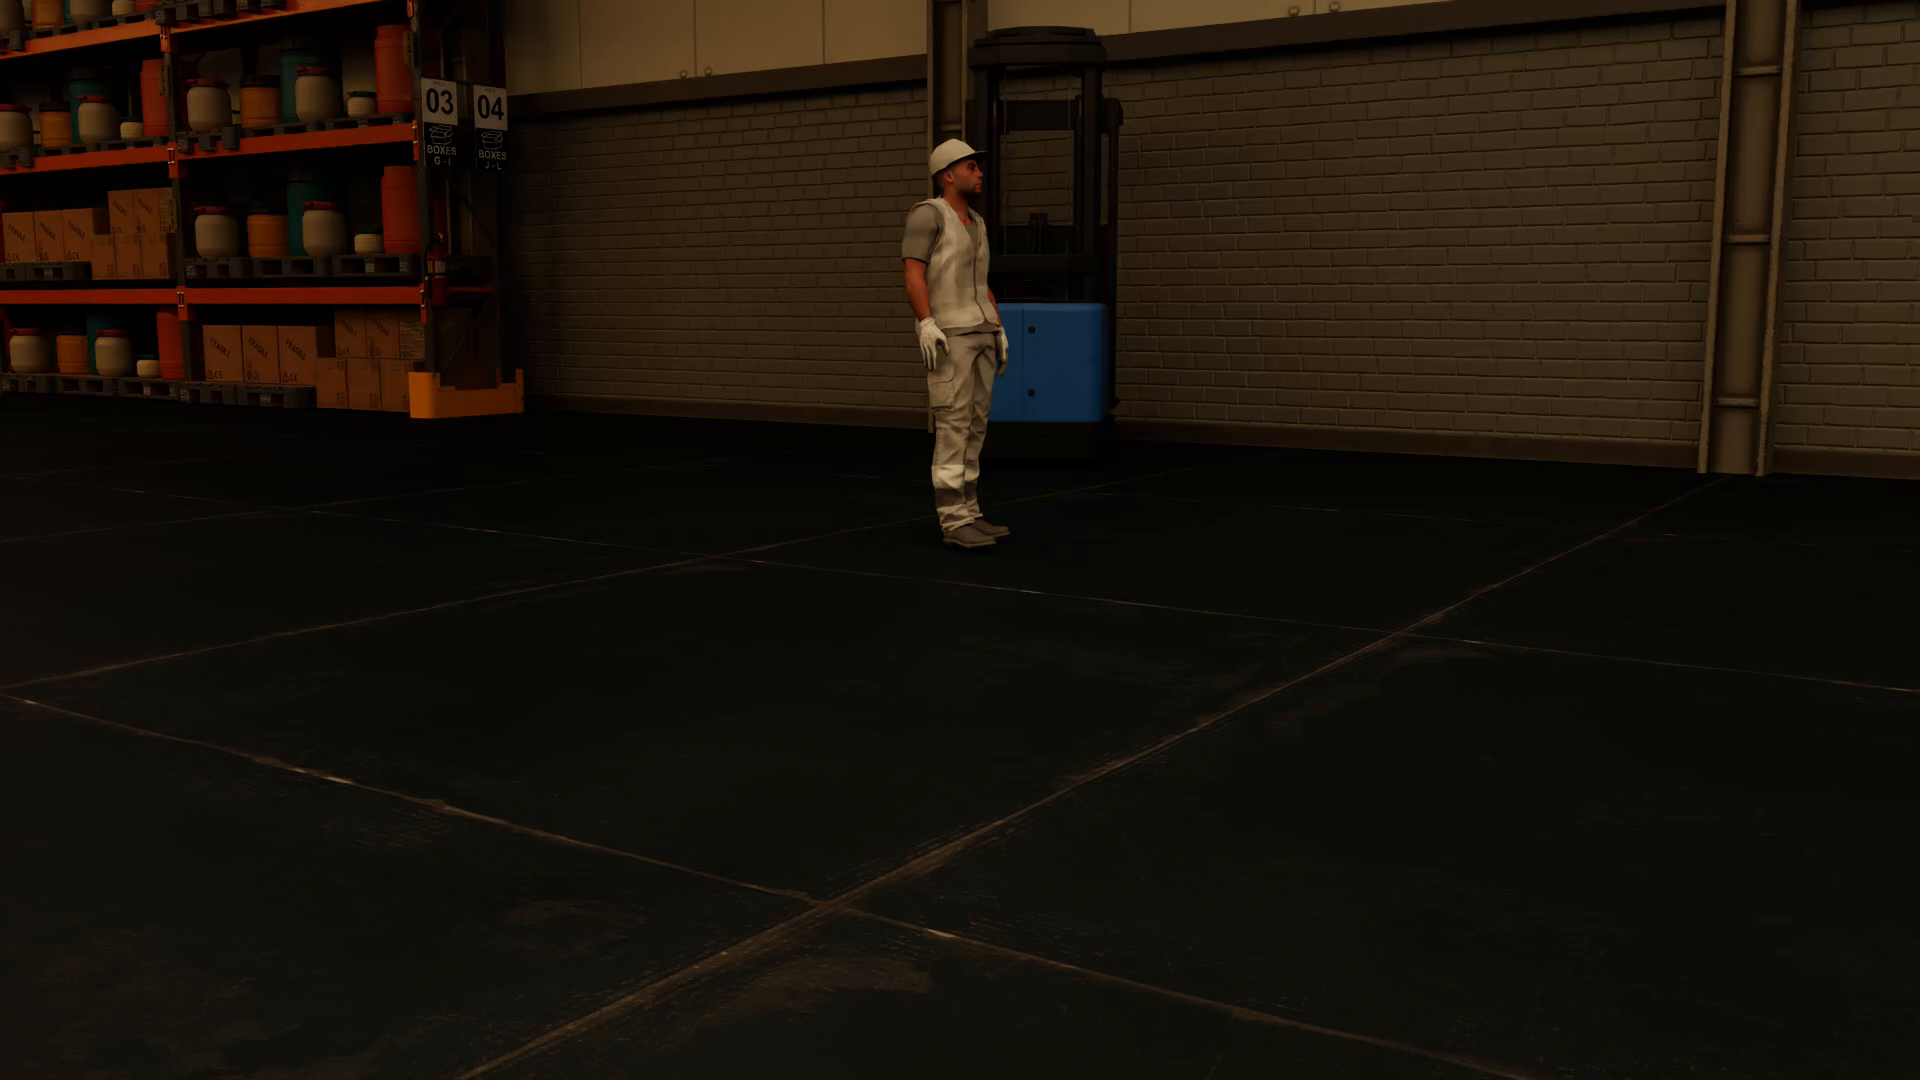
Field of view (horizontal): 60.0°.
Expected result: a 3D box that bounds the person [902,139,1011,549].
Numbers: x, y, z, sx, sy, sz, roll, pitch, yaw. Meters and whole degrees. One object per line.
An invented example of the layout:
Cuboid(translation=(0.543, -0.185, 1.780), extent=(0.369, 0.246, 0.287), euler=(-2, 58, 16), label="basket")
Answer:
Cuboid(translation=(0.061, -0.885, 7.423), extent=(0.562, 1.789, 0.638), euler=(5, 10, 34), label="person")

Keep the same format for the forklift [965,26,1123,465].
Cuboid(translation=(0.613, -2.124, 12.129), extent=(1.130, 2.935, 3.031), euler=(1, 8, 8), label="forklift")
